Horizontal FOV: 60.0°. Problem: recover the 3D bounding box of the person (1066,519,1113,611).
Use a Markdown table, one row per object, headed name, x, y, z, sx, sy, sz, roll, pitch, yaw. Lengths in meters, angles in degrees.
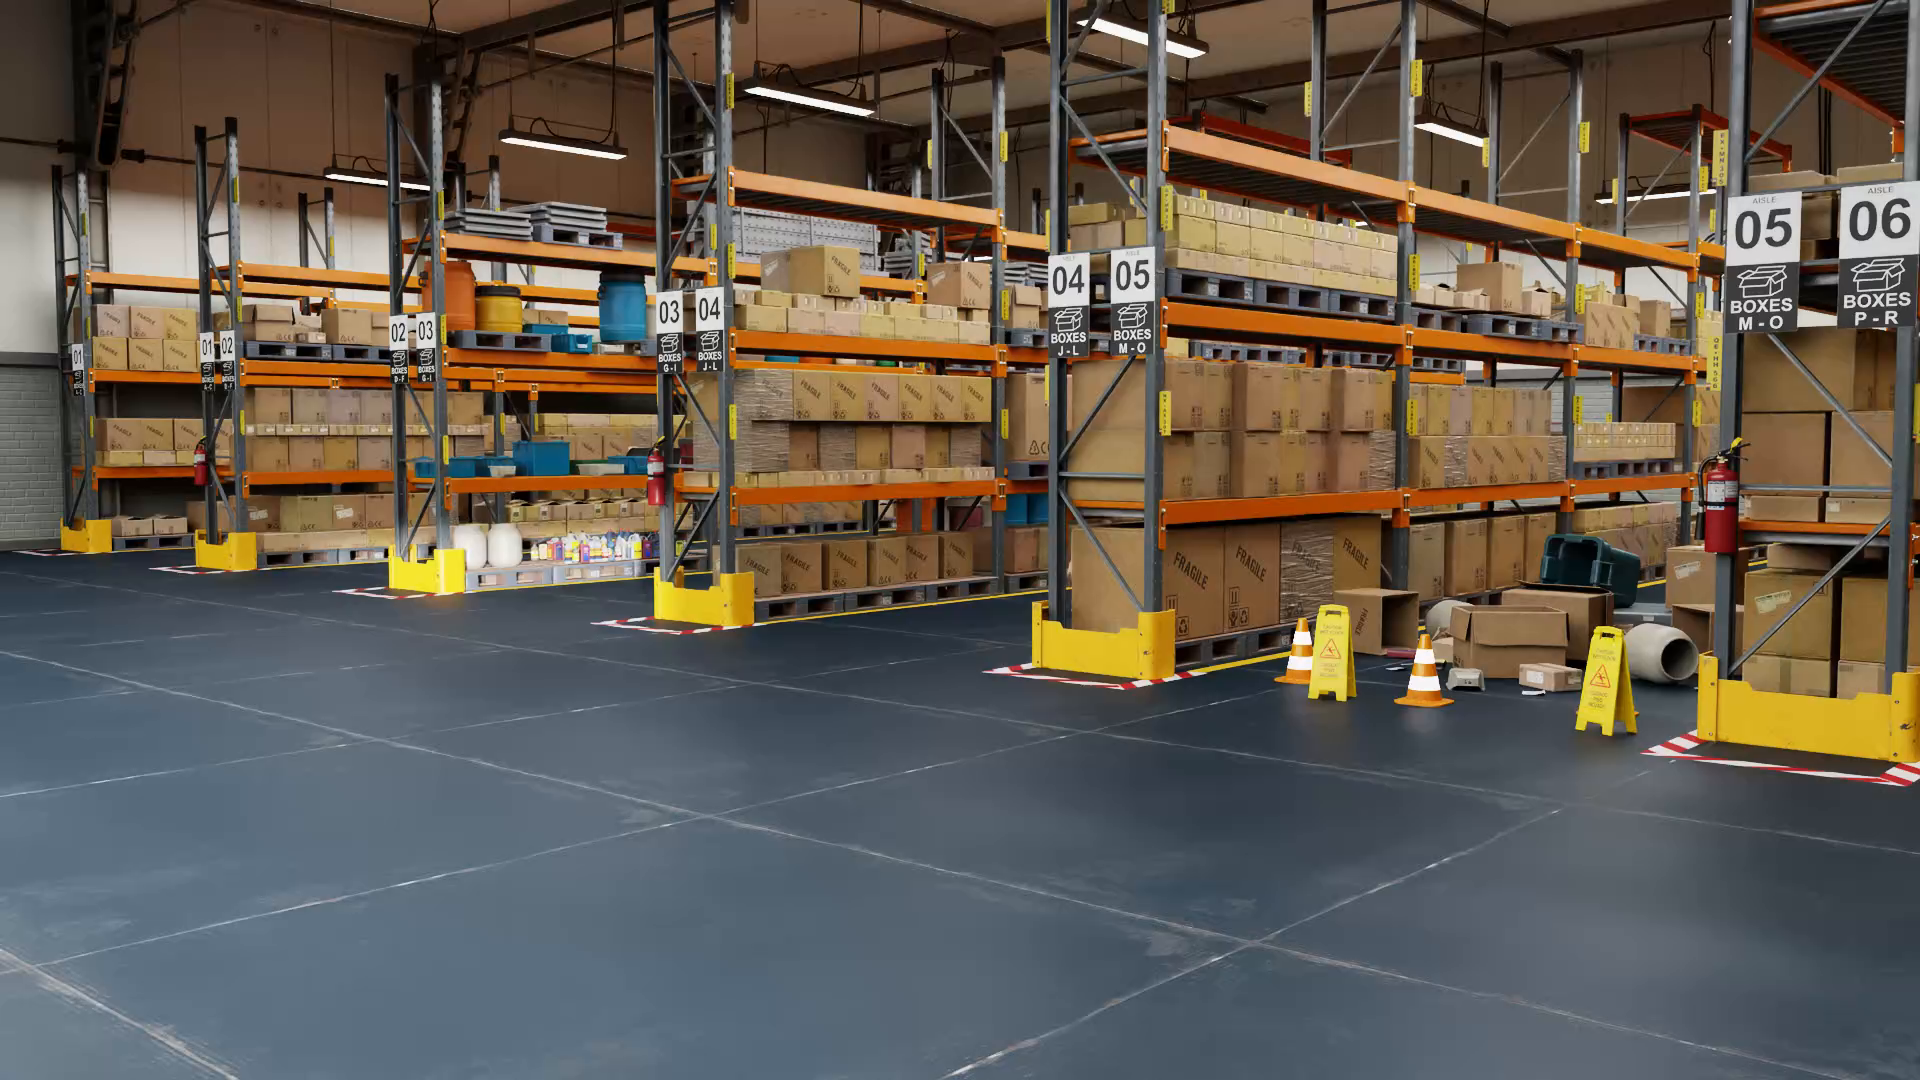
| name | x | y | z | sx | sy | sz | roll | pitch | yaw |
| --- | --- | --- | --- | --- | --- | --- | --- | --- | --- |
| person | 1.407 | 0.270 | 17.062 | 0.460 | 0.943 | 0.807 | 3 | 5 | 40 |
